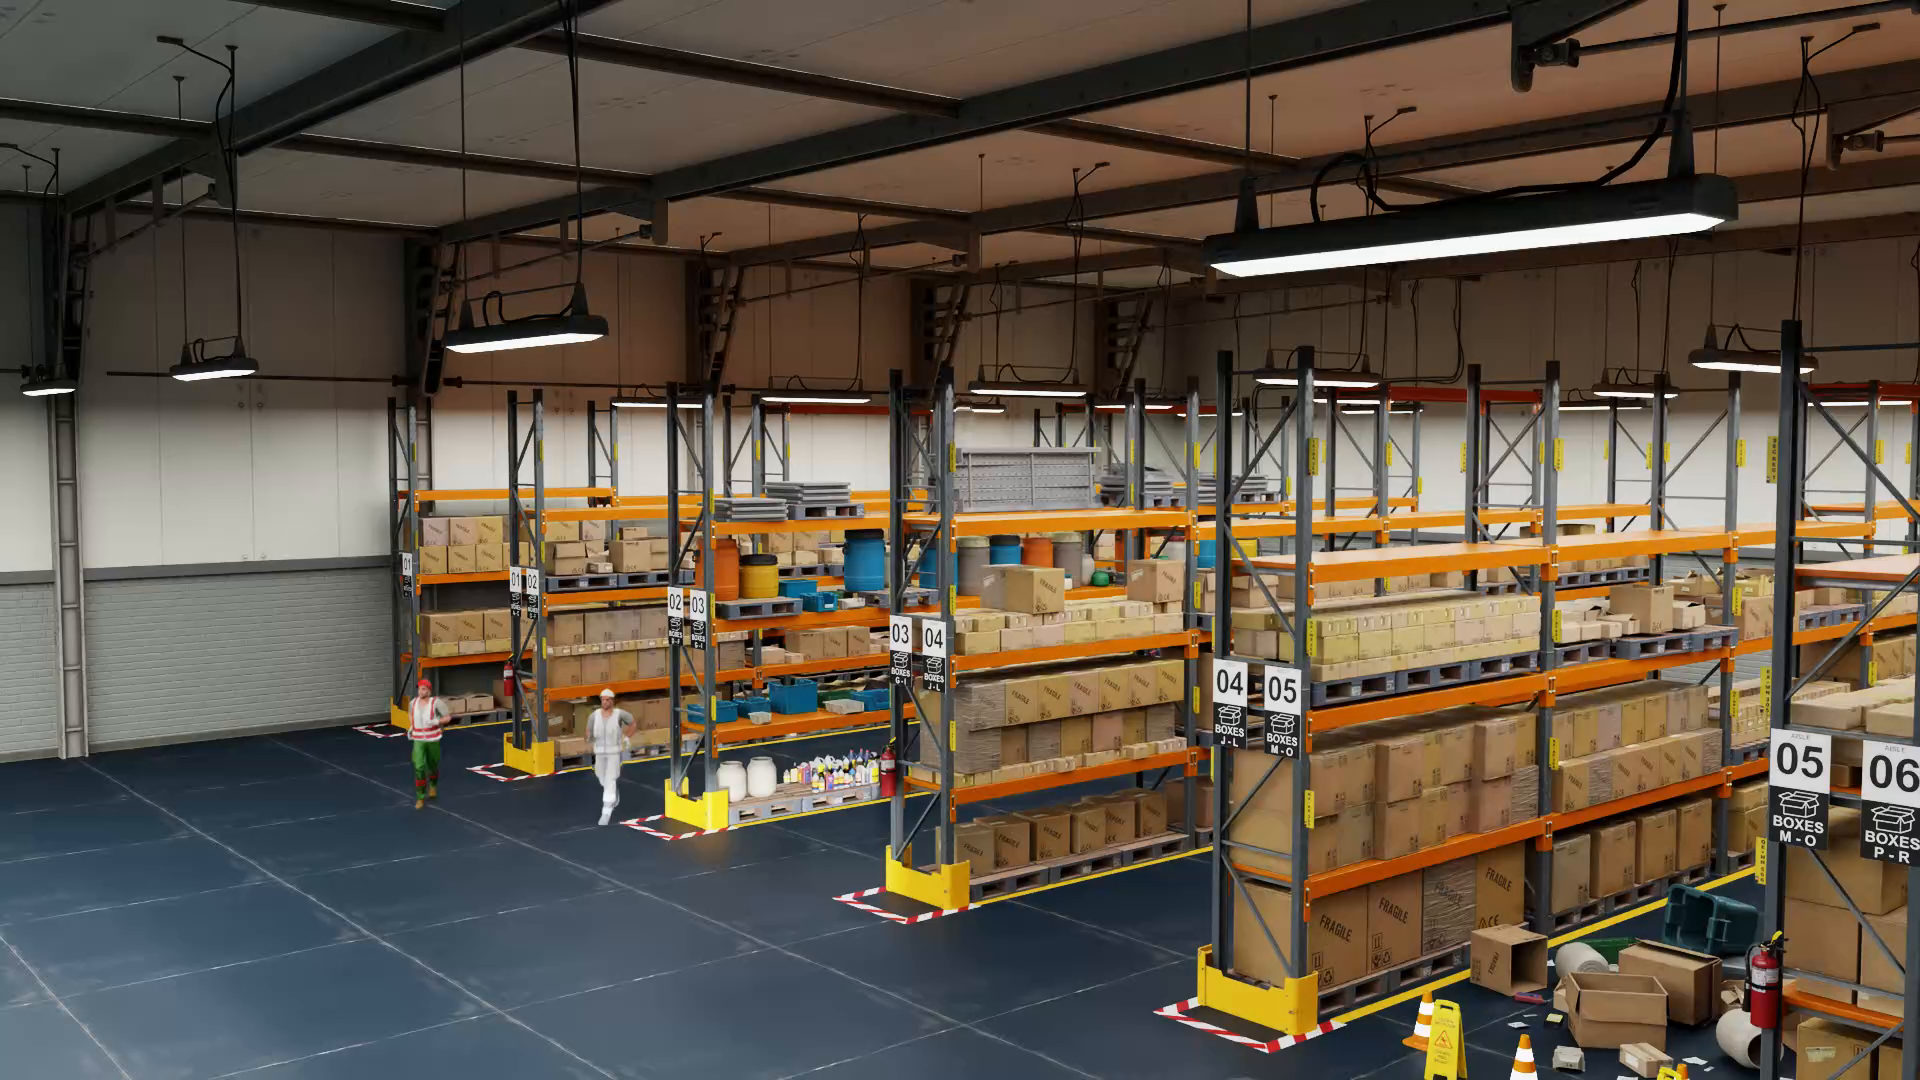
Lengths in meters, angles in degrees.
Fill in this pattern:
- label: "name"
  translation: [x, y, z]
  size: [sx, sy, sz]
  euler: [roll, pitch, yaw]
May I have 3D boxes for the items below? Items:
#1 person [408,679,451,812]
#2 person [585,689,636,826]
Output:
- label: "person"
  translation: [-7.578, 2.879, 23.725]
  size: [0.629, 1.817, 0.912]
  euler: [0, 3, -6]
- label: "person"
  translation: [-4.812, 2.932, 22.781]
  size: [0.655, 1.793, 0.985]
  euler: [0, 3, 6]
